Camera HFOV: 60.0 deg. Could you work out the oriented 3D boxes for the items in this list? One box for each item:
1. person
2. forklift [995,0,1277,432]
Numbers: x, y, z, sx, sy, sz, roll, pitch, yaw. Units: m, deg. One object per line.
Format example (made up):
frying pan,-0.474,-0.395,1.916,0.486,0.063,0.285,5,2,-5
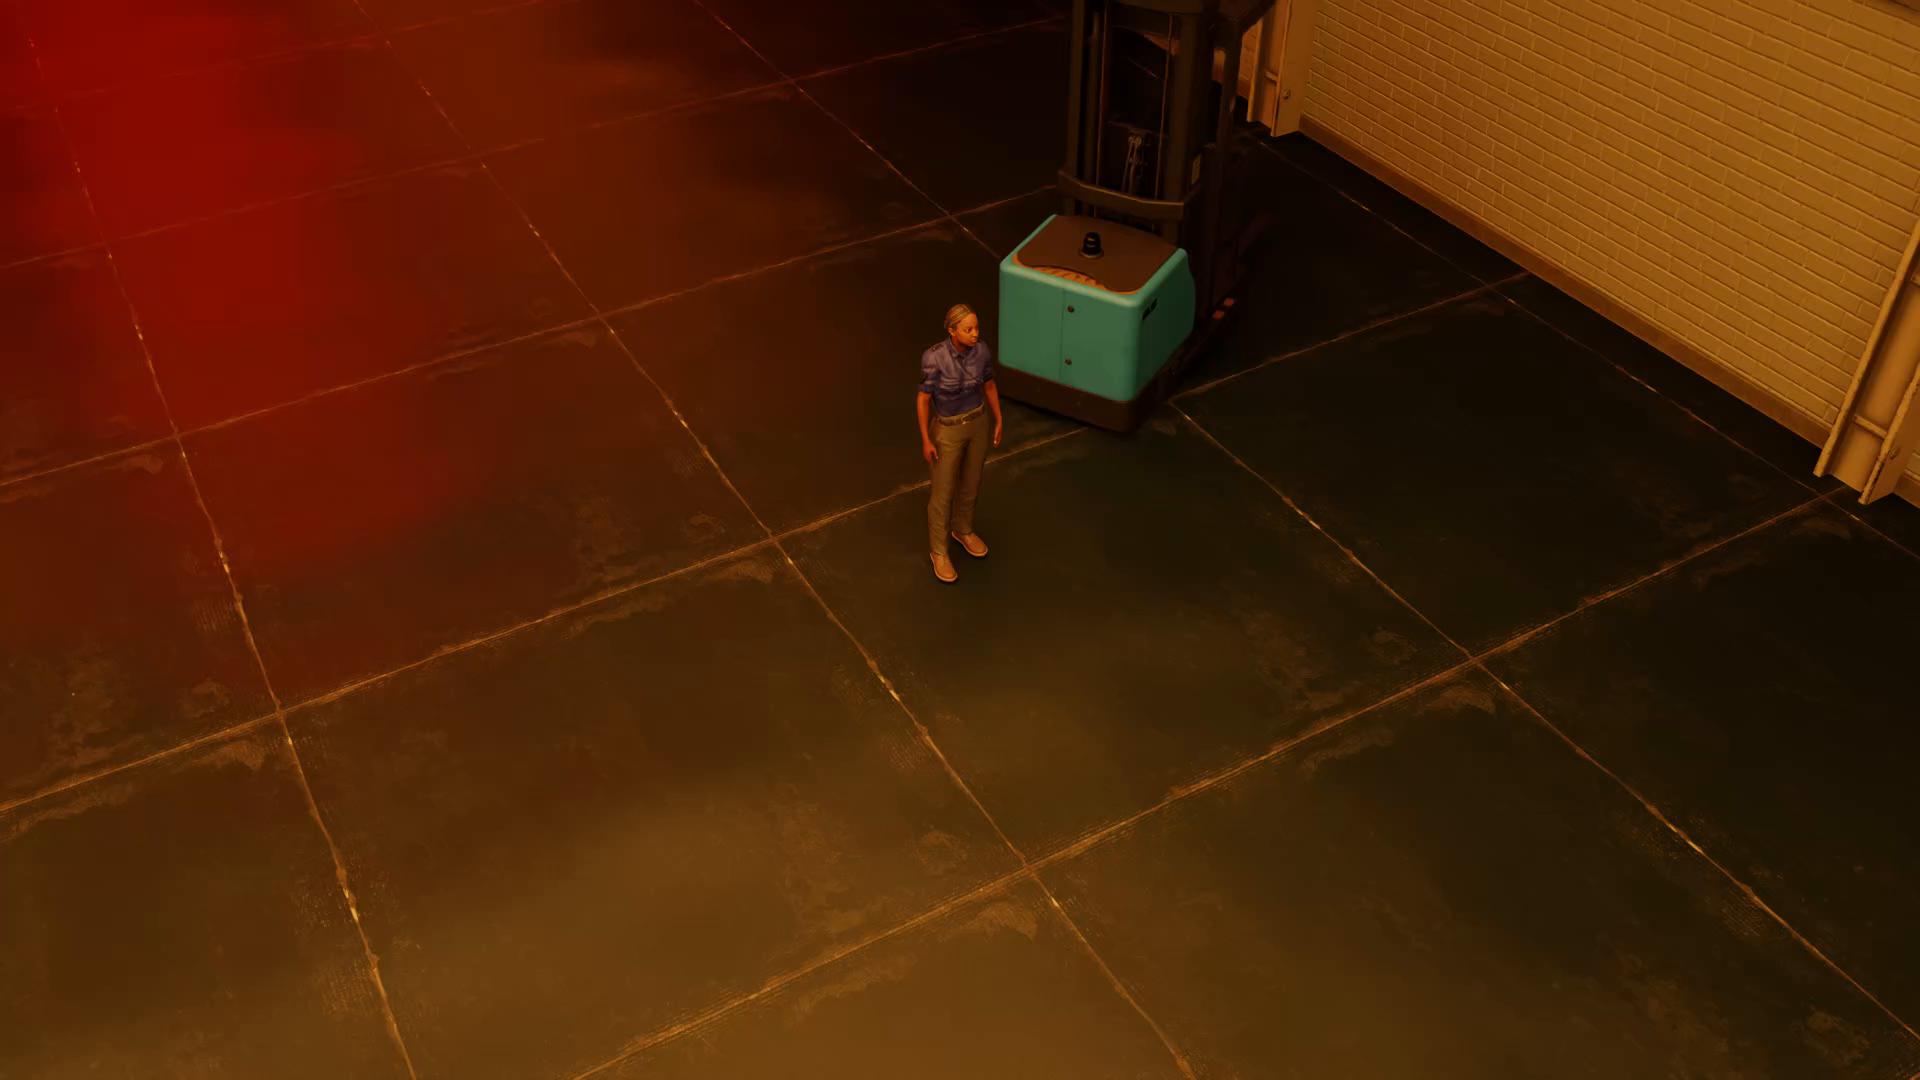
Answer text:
person,0.027,-0.588,9.733,0.569,1.655,0.504,-20,44,-23
forklift,1.411,-2.773,11.380,1.130,2.935,3.031,20,44,22
